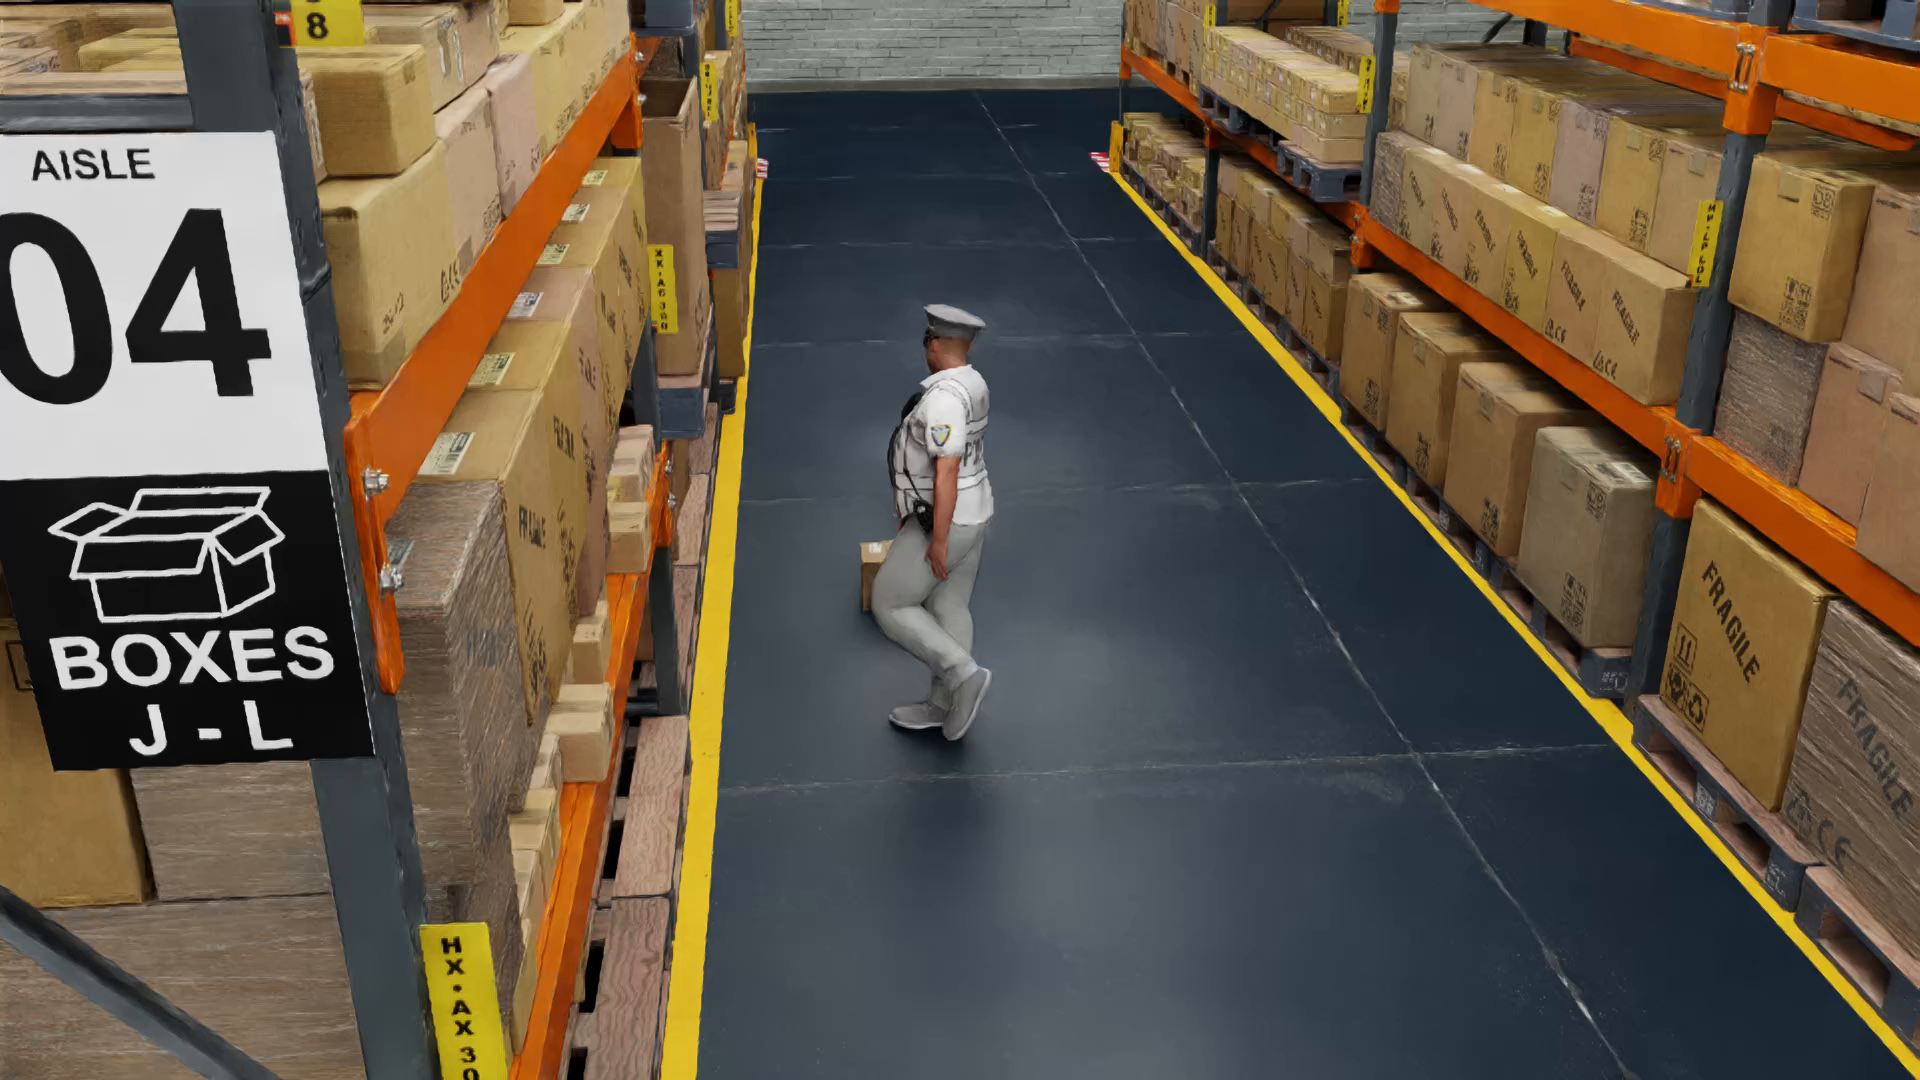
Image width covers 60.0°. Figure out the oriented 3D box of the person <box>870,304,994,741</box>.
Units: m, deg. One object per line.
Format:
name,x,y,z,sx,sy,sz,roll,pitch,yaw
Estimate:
person,-0.054,-0.065,6.747,0.517,1.706,0.710,7,25,16
